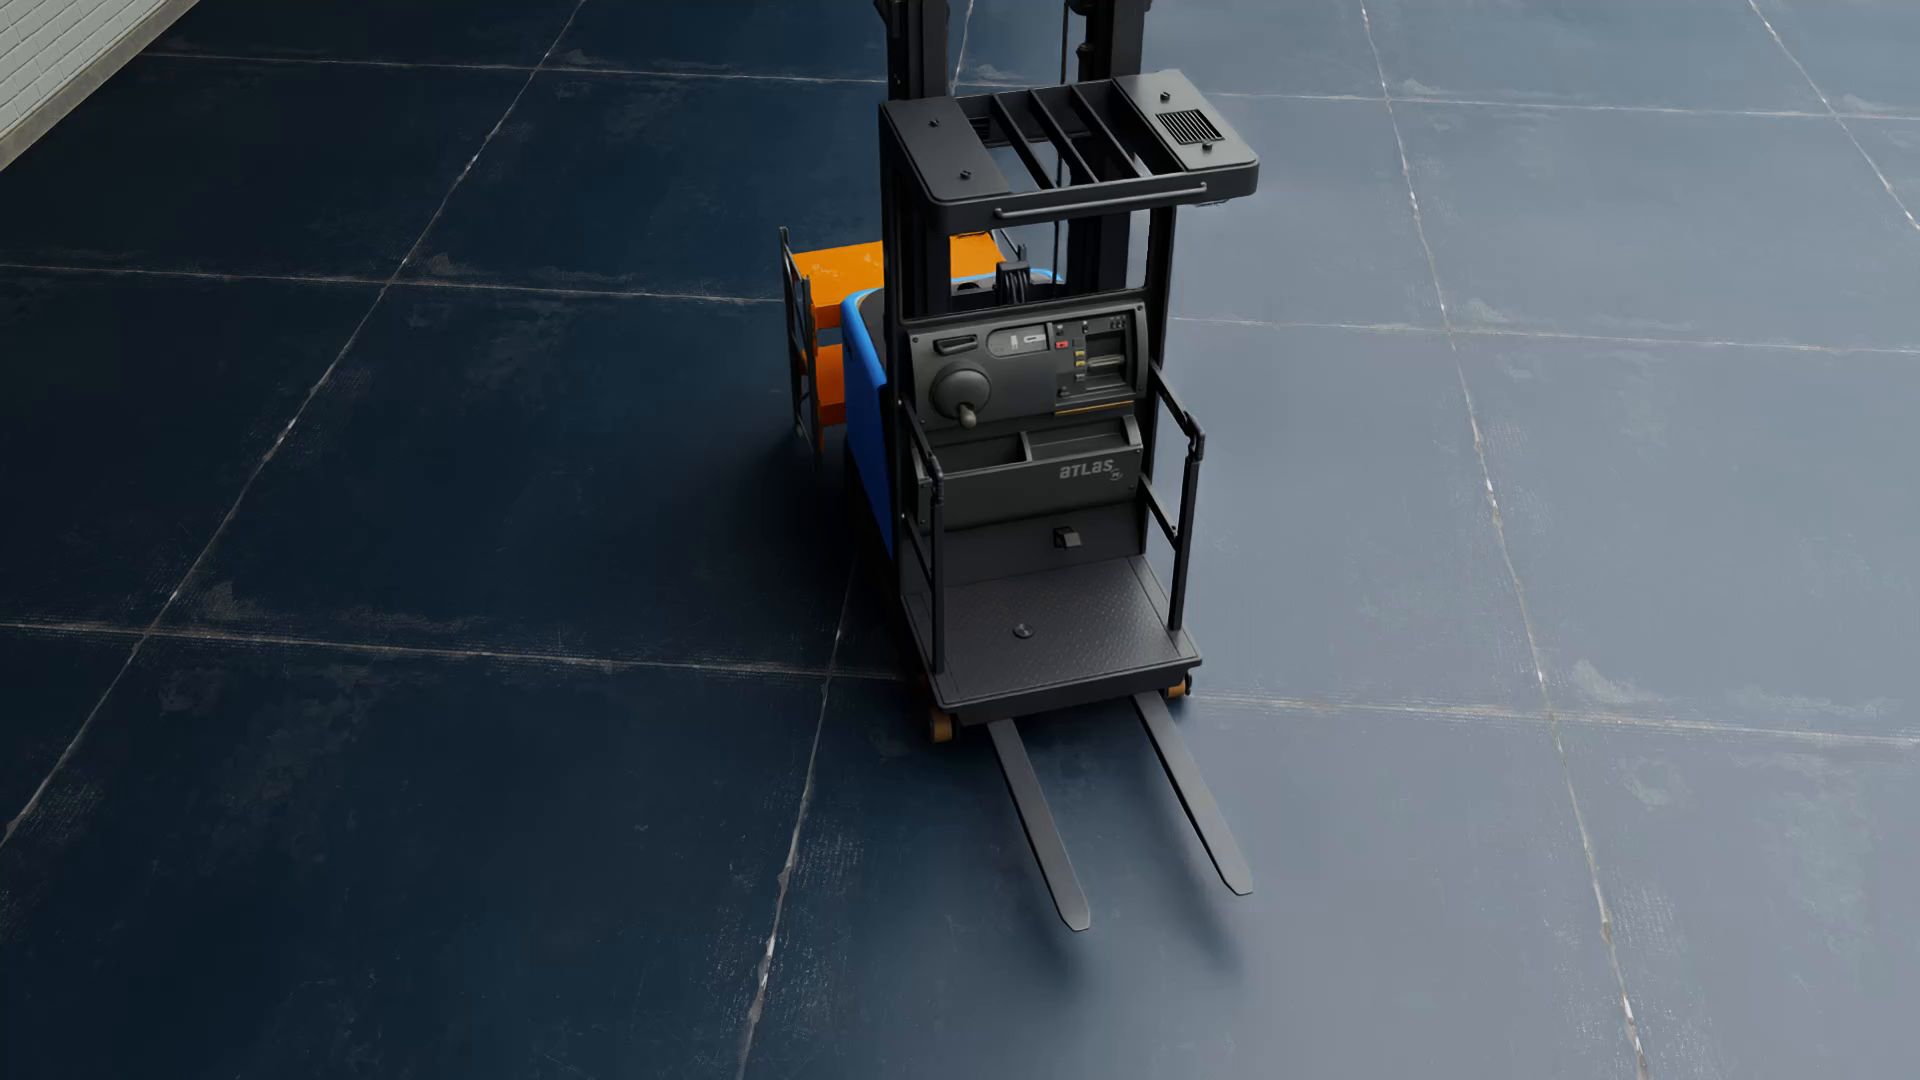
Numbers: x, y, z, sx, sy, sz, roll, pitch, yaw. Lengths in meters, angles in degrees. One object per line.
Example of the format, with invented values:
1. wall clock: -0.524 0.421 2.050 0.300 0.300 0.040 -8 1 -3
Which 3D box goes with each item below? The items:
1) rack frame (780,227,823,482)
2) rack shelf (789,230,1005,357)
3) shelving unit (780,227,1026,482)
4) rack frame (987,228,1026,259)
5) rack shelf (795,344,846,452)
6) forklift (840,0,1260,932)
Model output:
1. rack frame: -0.755 -0.874 7.932 0.032 1.125 0.500 -11 40 -13
2. rack shelf: -0.269 -1.195 7.864 1.000 0.278 0.538 -11 40 -13
3. shelving unit: -0.269 -0.968 8.048 1.048 1.125 0.538 -11 40 -13
4. rack frame: 0.217 -1.063 8.164 0.032 1.125 0.500 -11 40 -13
5. rack shelf: -0.269 -0.778 8.203 1.000 0.278 0.538 -11 40 -13
6. forklift: 0.324 -0.590 6.153 1.130 2.935 3.031 -10 40 -12
